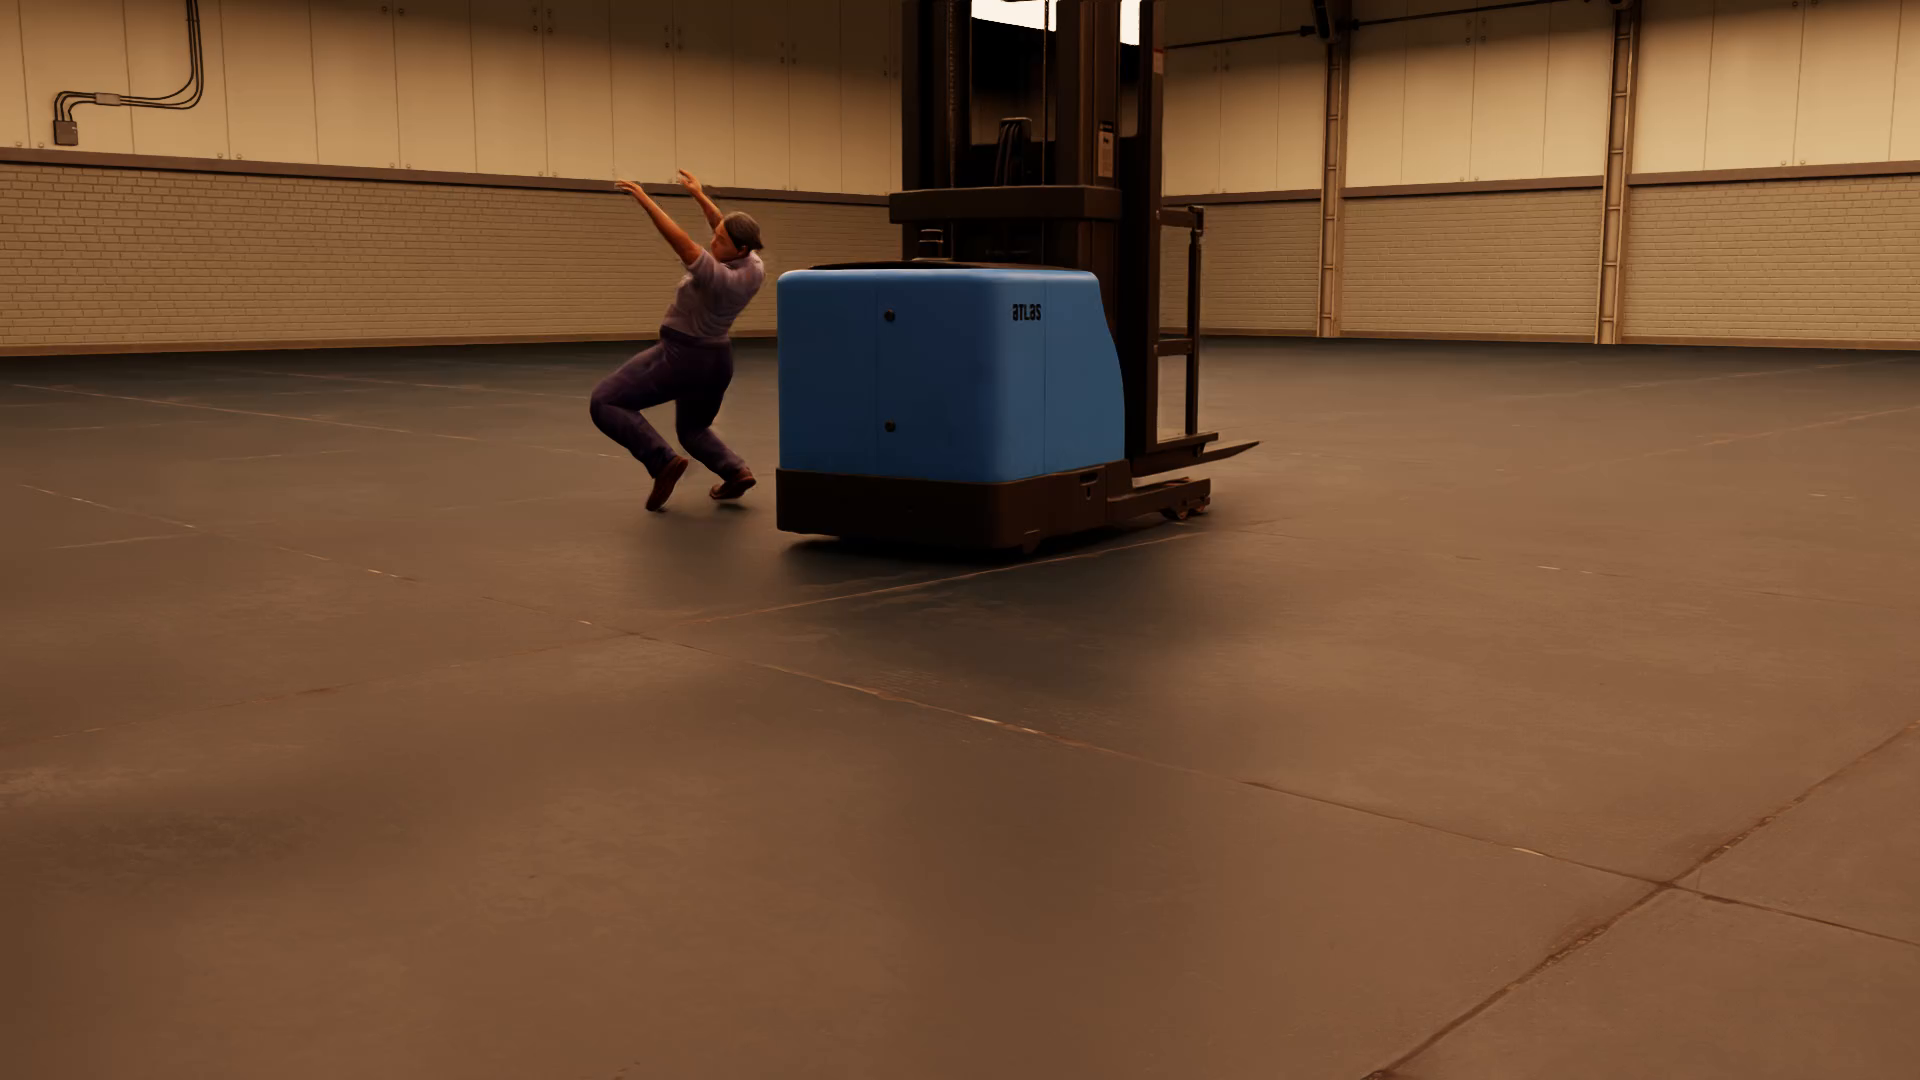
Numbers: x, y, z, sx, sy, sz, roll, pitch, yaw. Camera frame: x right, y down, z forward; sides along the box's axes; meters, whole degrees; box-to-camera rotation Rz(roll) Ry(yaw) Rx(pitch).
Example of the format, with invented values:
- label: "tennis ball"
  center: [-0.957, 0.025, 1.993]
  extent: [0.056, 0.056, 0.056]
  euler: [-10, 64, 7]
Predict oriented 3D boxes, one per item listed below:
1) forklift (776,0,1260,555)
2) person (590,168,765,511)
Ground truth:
- label: "forklift"
  center: [0.476, -1.572, 7.311]
  extent: [1.130, 2.935, 3.031]
  euler: [5, 10, 31]
- label: "person"
  center: [-1.290, -0.907, 7.561]
  extent: [0.751, 1.580, 0.956]
  euler: [4, 10, 26]
